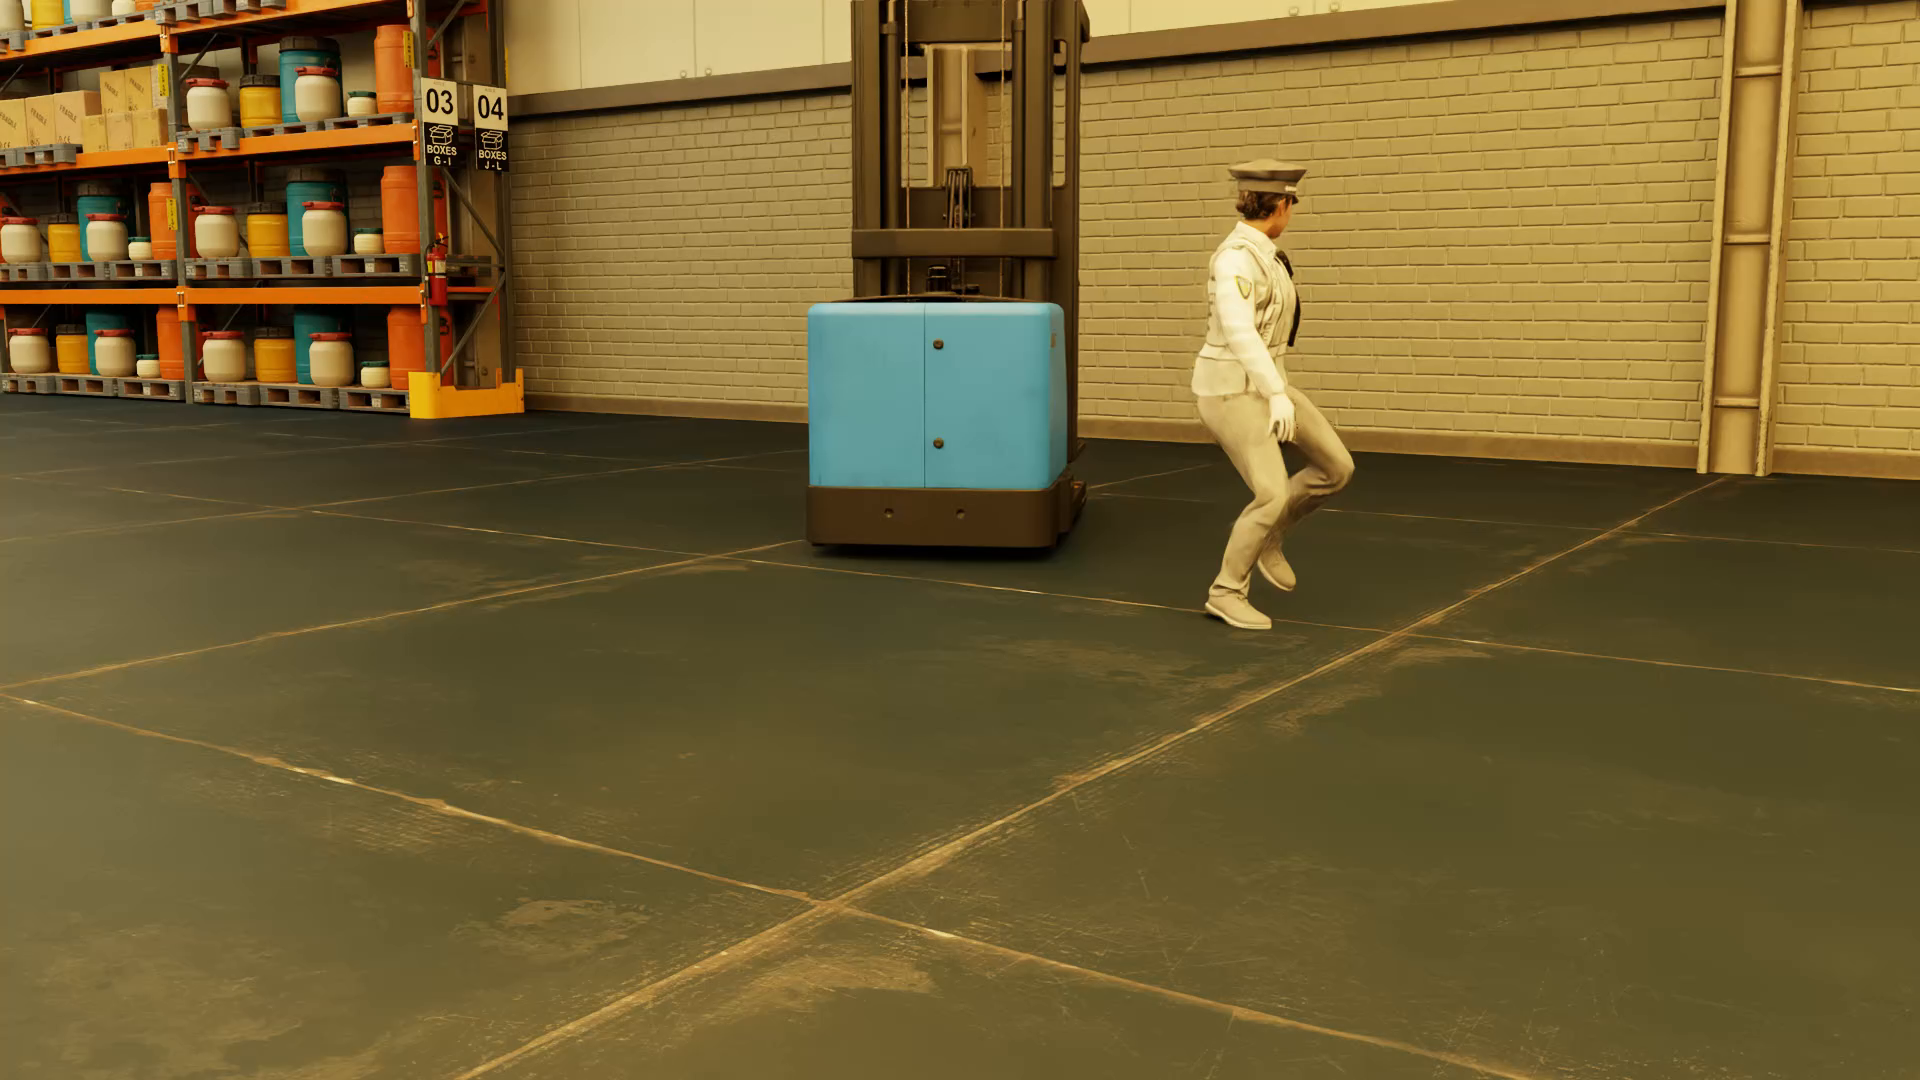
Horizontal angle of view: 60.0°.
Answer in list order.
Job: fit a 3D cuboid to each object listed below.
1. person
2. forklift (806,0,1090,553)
[{"bbox_3d":[1.040,-0.500,5.696,0.526,1.553,0.789,5,10,34],"label":"person"},{"bbox_3d":[0.061,-1.567,8.214,1.130,2.935,3.031,1,8,8],"label":"forklift"}]
